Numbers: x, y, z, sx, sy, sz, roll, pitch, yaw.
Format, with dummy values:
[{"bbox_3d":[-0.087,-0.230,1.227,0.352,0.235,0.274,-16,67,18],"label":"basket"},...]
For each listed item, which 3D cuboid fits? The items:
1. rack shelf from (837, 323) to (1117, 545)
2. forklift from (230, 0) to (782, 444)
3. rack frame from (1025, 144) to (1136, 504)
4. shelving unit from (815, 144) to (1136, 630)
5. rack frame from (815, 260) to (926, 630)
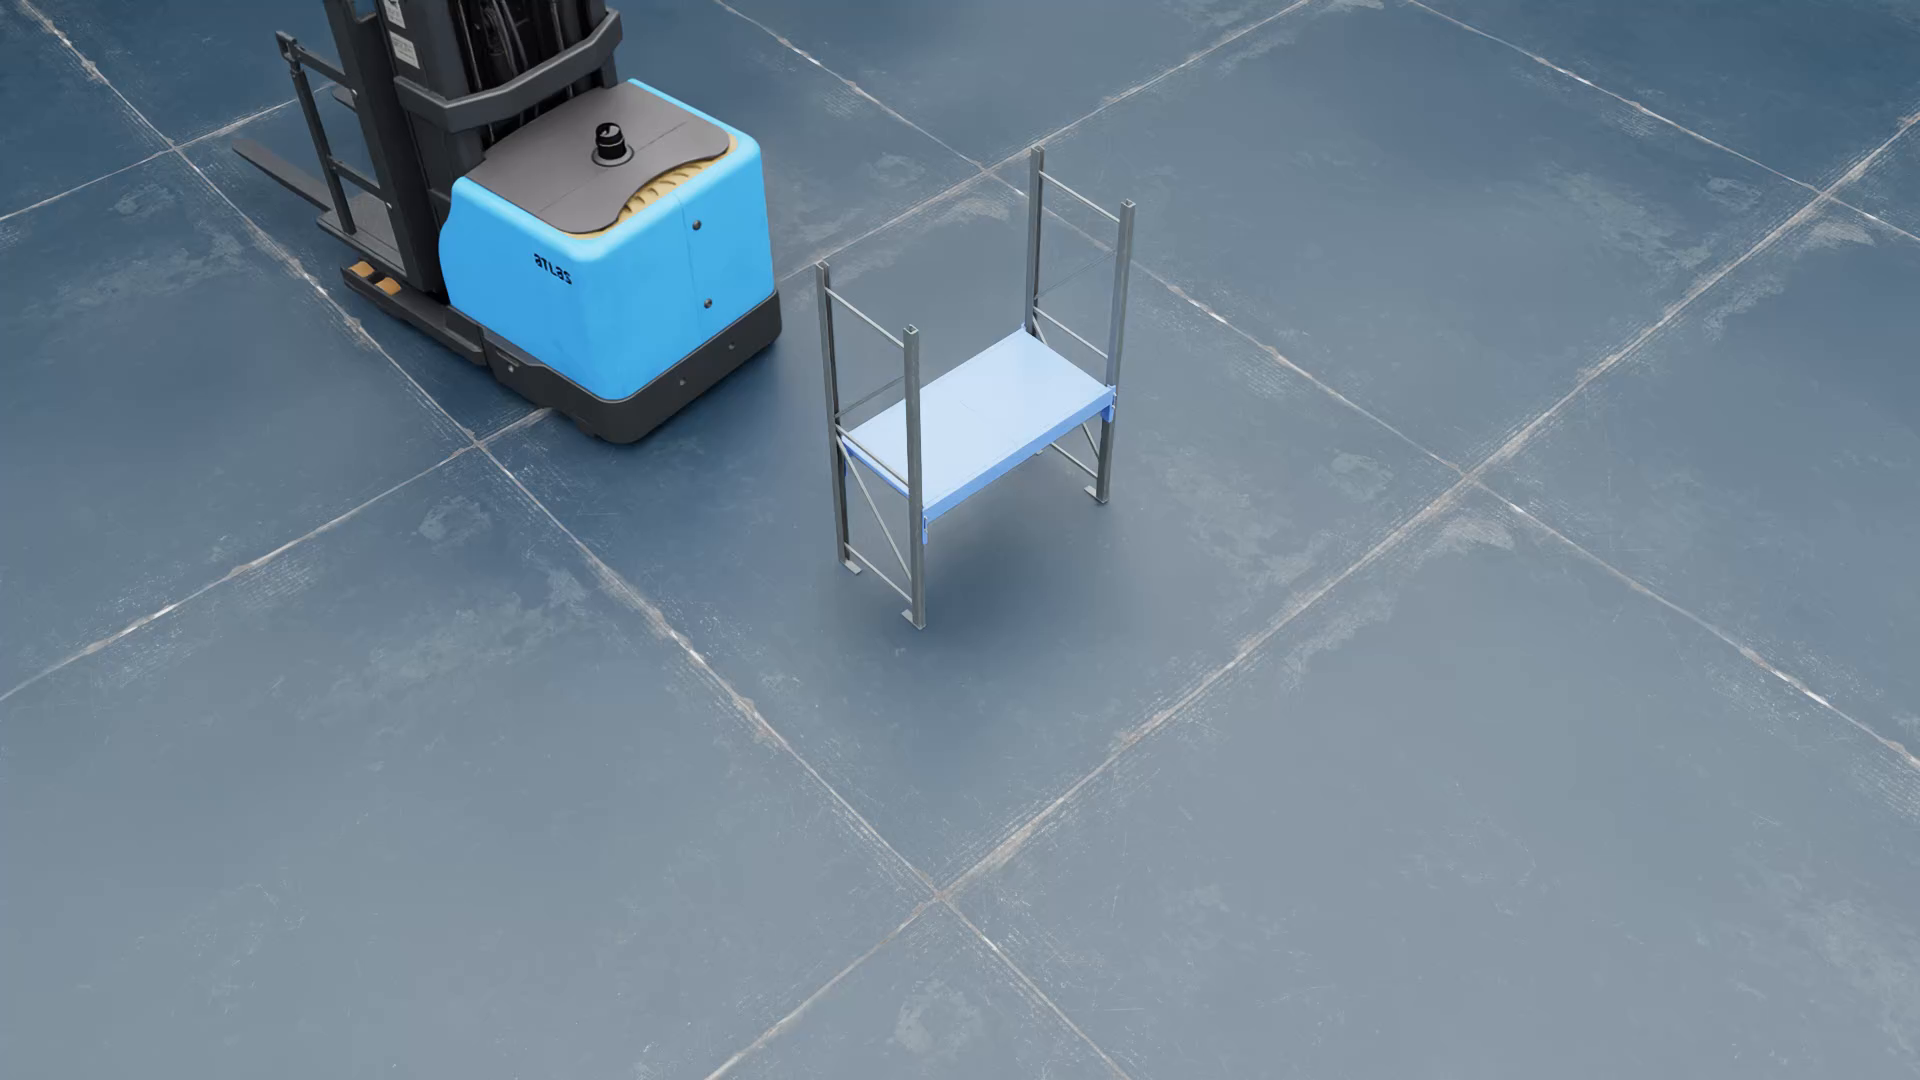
[{"bbox_3d":[0.063,-0.429,6.423,1.000,0.185,0.538,-34,56,-27],"label":"rack shelf"},{"bbox_3d":[-2.275,-2.322,6.952,3.031,2.935,1.130,31,54,25],"label":"forklift"},{"bbox_3d":[0.439,-0.802,6.523,0.032,1.500,0.500,-34,56,-27],"label":"rack frame"},{"bbox_3d":[0.063,-0.551,6.291,1.048,1.500,0.538,-34,56,-27],"label":"shelving unit"},{"bbox_3d":[-0.313,-0.299,6.059,0.032,1.500,0.500,-34,56,-27],"label":"rack frame"}]
